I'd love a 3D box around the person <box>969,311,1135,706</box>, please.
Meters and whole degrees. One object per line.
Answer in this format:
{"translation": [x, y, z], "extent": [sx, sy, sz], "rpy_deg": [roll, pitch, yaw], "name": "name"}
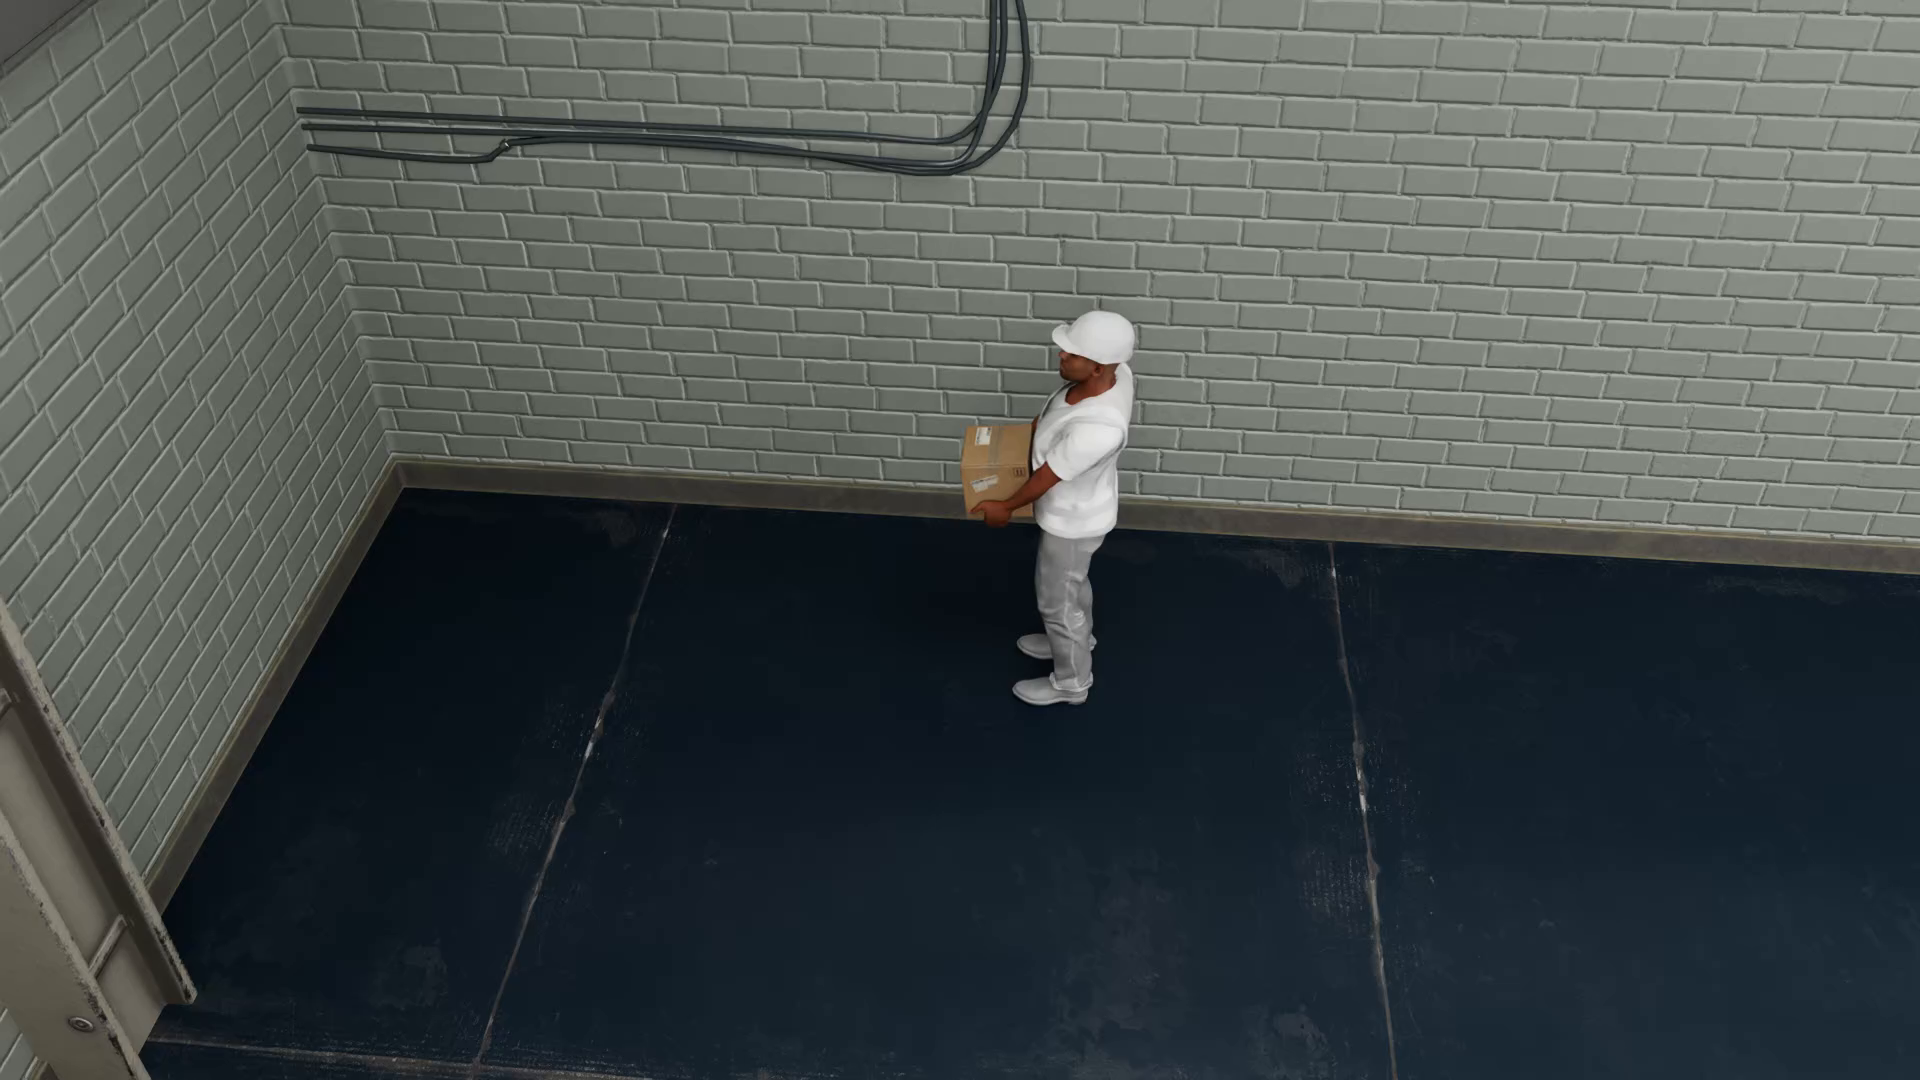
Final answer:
{"translation": [0.332, -0.117, 6.282], "extent": [0.577, 1.760, 0.503], "rpy_deg": [4, 40, 5], "name": "person"}
